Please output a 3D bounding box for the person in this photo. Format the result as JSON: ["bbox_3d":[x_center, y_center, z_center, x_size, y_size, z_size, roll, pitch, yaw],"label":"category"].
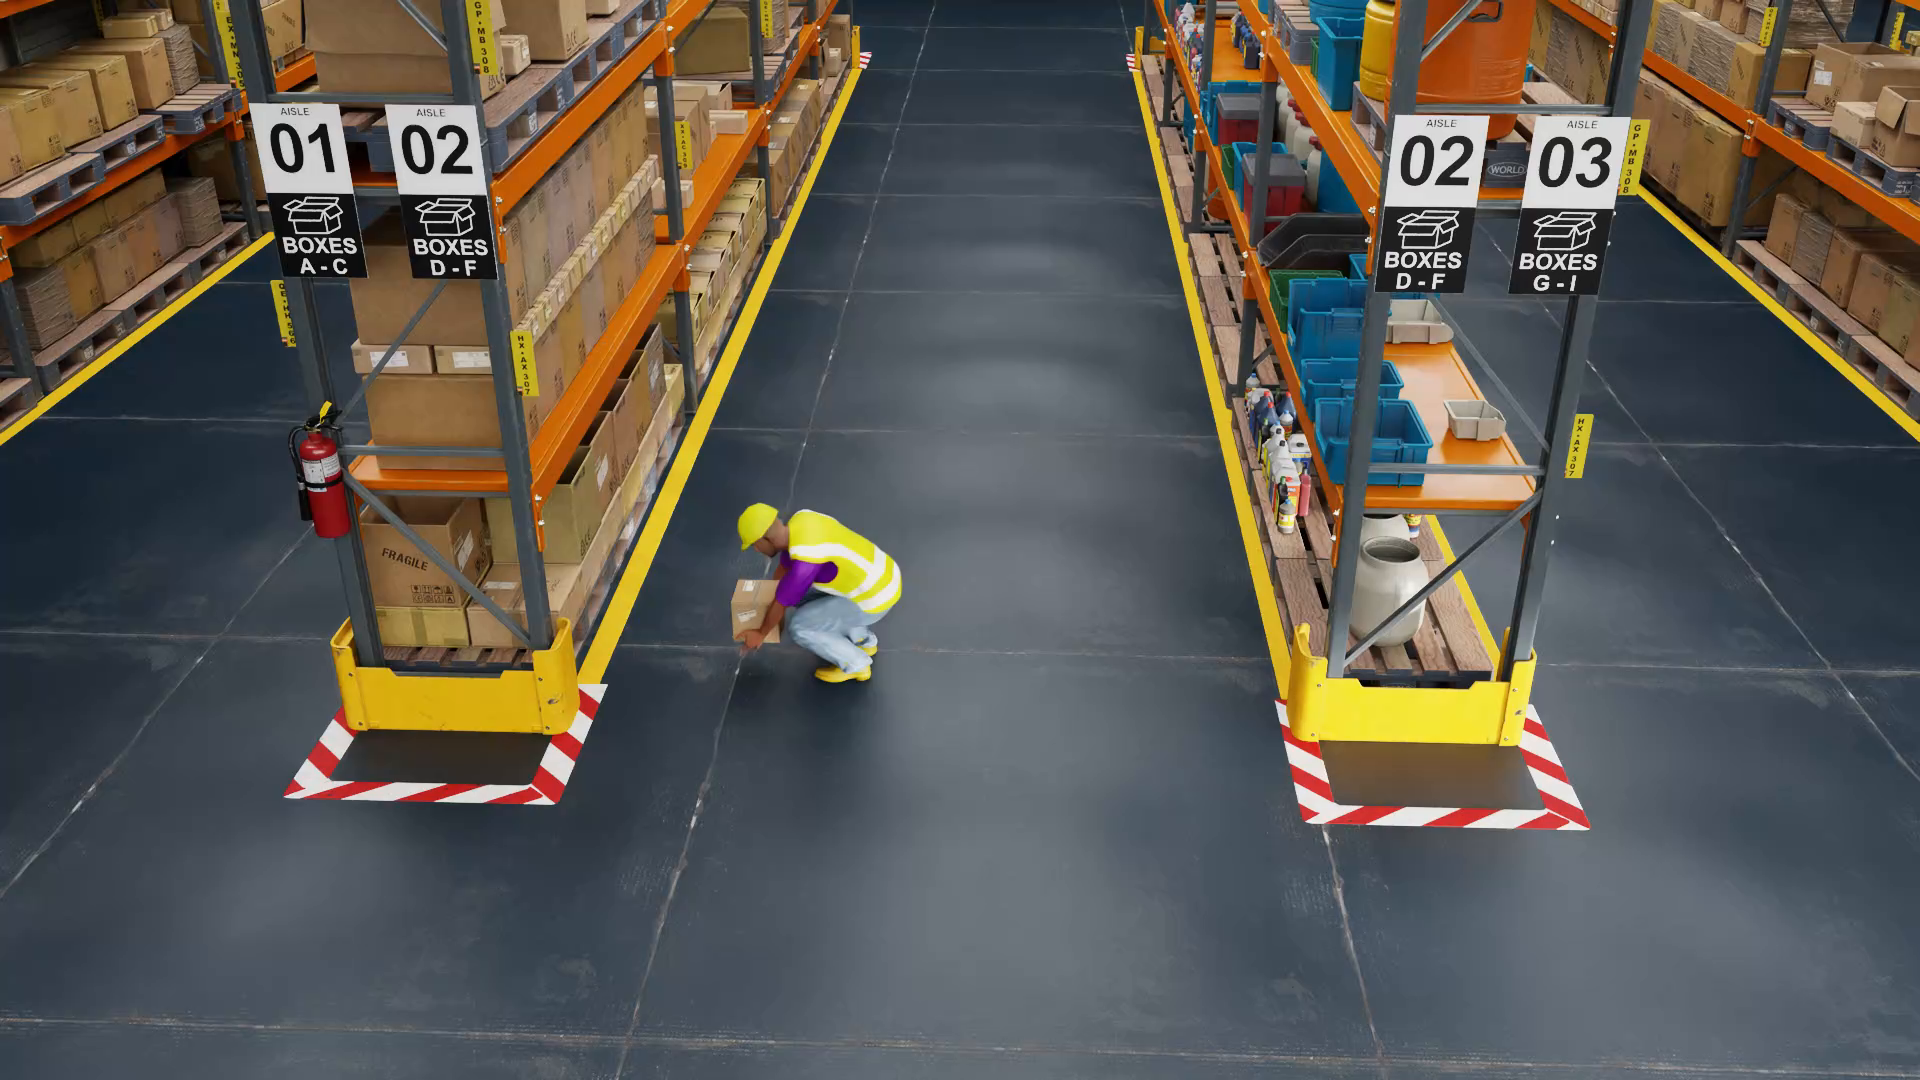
[{"bbox_3d":[-0.764,0.254,8.932,0.898,1.012,0.544,0,28,1],"label":"person"}]
